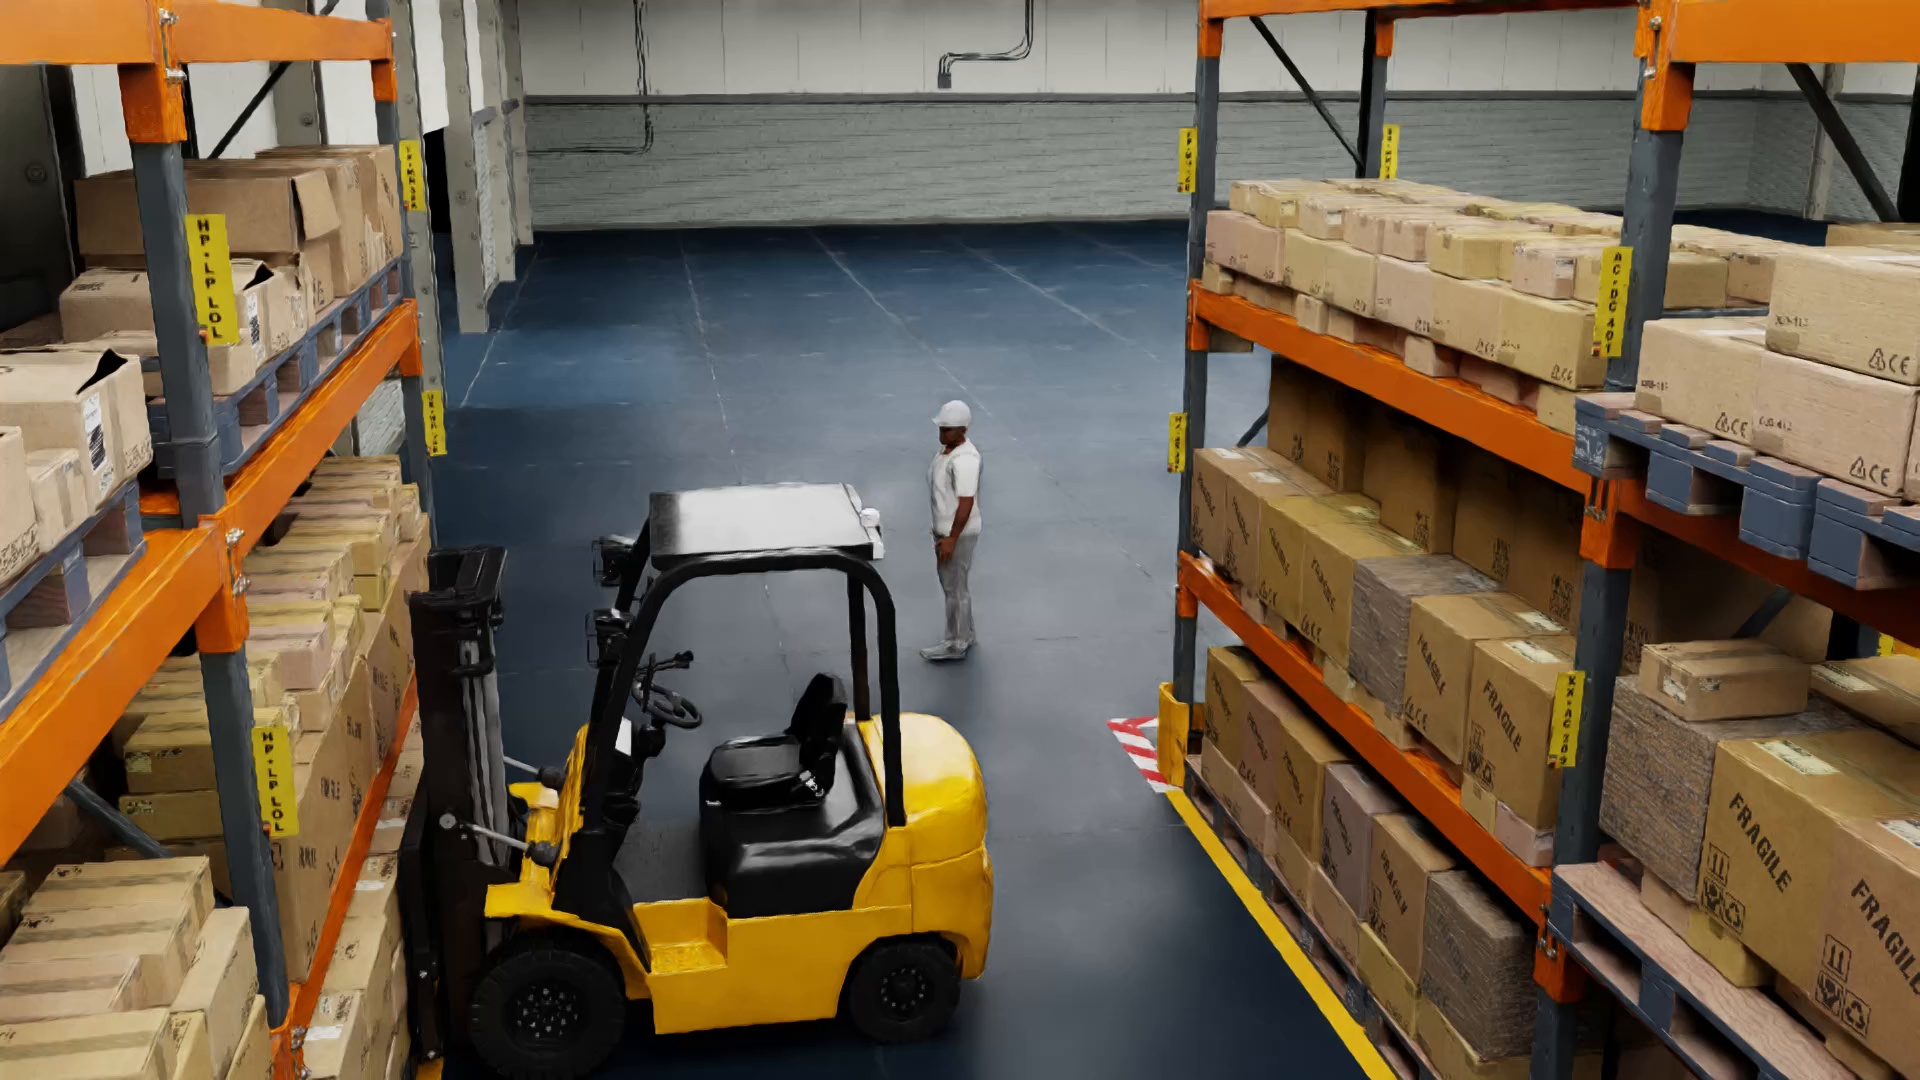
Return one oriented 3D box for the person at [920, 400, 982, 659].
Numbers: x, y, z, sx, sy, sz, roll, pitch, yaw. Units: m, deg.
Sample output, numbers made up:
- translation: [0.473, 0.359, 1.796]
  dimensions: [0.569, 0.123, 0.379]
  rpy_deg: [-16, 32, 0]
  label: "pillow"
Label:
- translation: [-0.072, -0.034, 11.179]
  dimensions: [0.423, 1.847, 0.606]
  rpy_deg: [-4, 17, -12]
  label: "person"
